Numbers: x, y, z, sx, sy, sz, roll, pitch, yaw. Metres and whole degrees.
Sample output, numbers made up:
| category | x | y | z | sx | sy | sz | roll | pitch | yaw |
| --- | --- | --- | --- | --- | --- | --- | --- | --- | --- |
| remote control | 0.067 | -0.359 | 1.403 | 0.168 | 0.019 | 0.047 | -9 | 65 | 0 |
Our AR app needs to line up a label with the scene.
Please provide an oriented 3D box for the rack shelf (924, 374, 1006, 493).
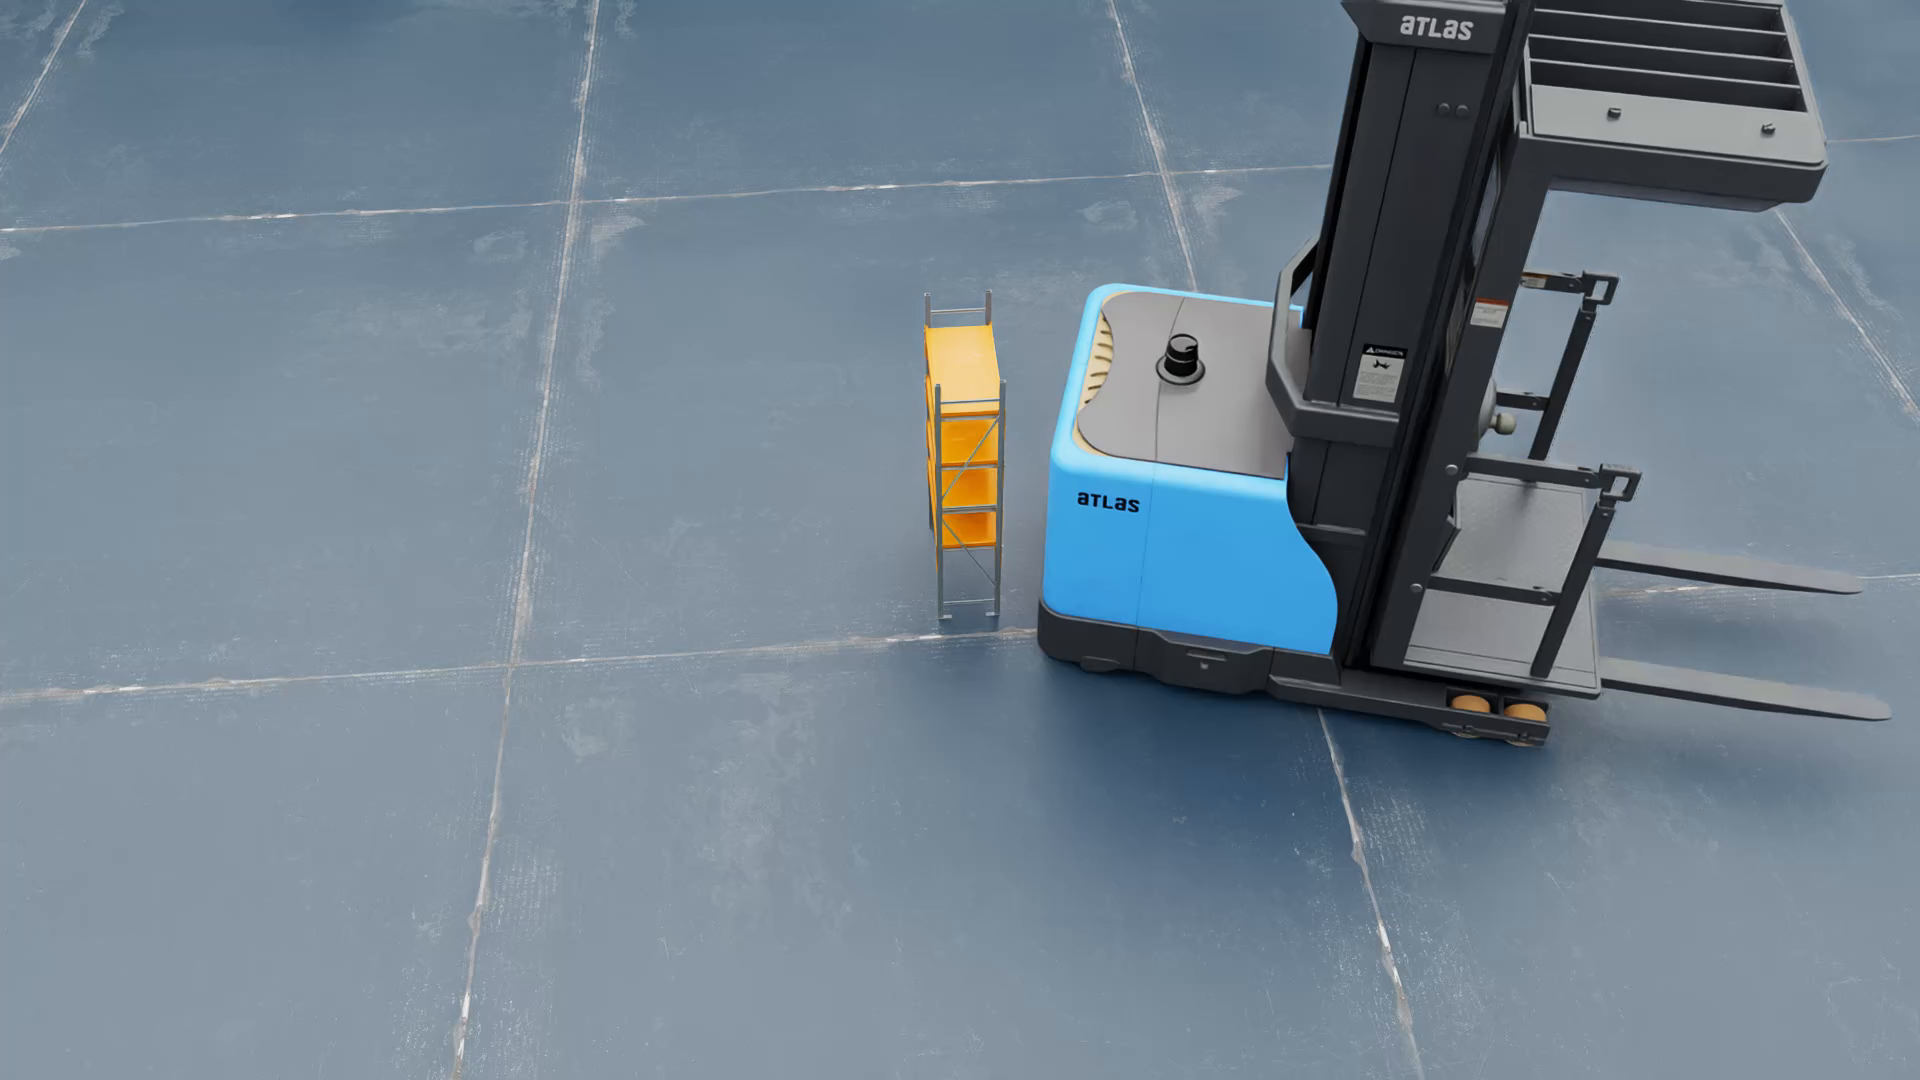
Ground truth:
| category | x | y | z | sx | sy | sz | roll | pitch | yaw |
| --- | --- | --- | --- | --- | --- | --- | --- | --- | --- |
| rack shelf | 0.014 | -0.400 | 6.087 | 0.258 | 0.148 | 0.480 | -3 | 47 | -3 |

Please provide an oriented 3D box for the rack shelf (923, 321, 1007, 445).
| category | x | y | z | sx | sy | sz | roll | pitch | yaw |
| --- | --- | --- | --- | --- | --- | --- | --- | --- | --- |
| rack shelf | 0.014 | -0.563 | 5.916 | 0.258 | 0.148 | 0.480 | -3 | 47 | -3 |

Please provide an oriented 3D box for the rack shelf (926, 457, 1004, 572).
| category | x | y | z | sx | sy | sz | roll | pitch | yaw |
| --- | --- | --- | --- | --- | --- | --- | --- | --- | --- |
| rack shelf | 0.014 | -0.110 | 6.394 | 0.258 | 0.148 | 0.480 | -3 | 47 | -3 |

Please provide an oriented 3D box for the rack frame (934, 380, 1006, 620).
| category | x | y | z | sx | sy | sz | roll | pitch | yaw |
| --- | --- | --- | --- | --- | --- | --- | --- | --- | --- |
| rack frame | 0.034 | -0.116 | 6.034 | 0.240 | 1.200 | 0.015 | -3 | 47 | -3 |

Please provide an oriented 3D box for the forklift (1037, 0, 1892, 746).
| category | x | y | z | sx | sy | sz | roll | pitch | yaw |
| --- | --- | --- | --- | --- | --- | --- | --- | --- | --- |
| forklift | 1.861 | -0.682 | 5.377 | 3.031 | 2.935 | 1.130 | 8 | 47 | 8 |

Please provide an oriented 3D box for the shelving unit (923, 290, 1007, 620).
| category | x | y | z | sx | sy | sz | roll | pitch | yaw |
| --- | --- | --- | --- | --- | --- | --- | --- | --- | --- |
| shelving unit | 0.014 | -0.293 | 6.201 | 0.258 | 1.200 | 0.503 | -3 | 47 | -3 |

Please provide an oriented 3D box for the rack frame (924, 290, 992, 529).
| category | x | y | z | sx | sy | sz | roll | pitch | yaw |
| --- | --- | --- | --- | --- | --- | --- | --- | --- | --- |
| rack frame | -0.007 | -0.469 | 6.368 | 0.240 | 1.200 | 0.015 | -3 | 47 | -3 |

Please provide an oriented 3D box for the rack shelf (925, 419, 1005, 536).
| category | x | y | z | sx | sy | sz | roll | pitch | yaw |
| --- | --- | --- | --- | --- | --- | --- | --- | --- | --- |
| rack shelf | 0.014 | -0.247 | 6.250 | 0.258 | 0.148 | 0.480 | -3 | 47 | -3 |
